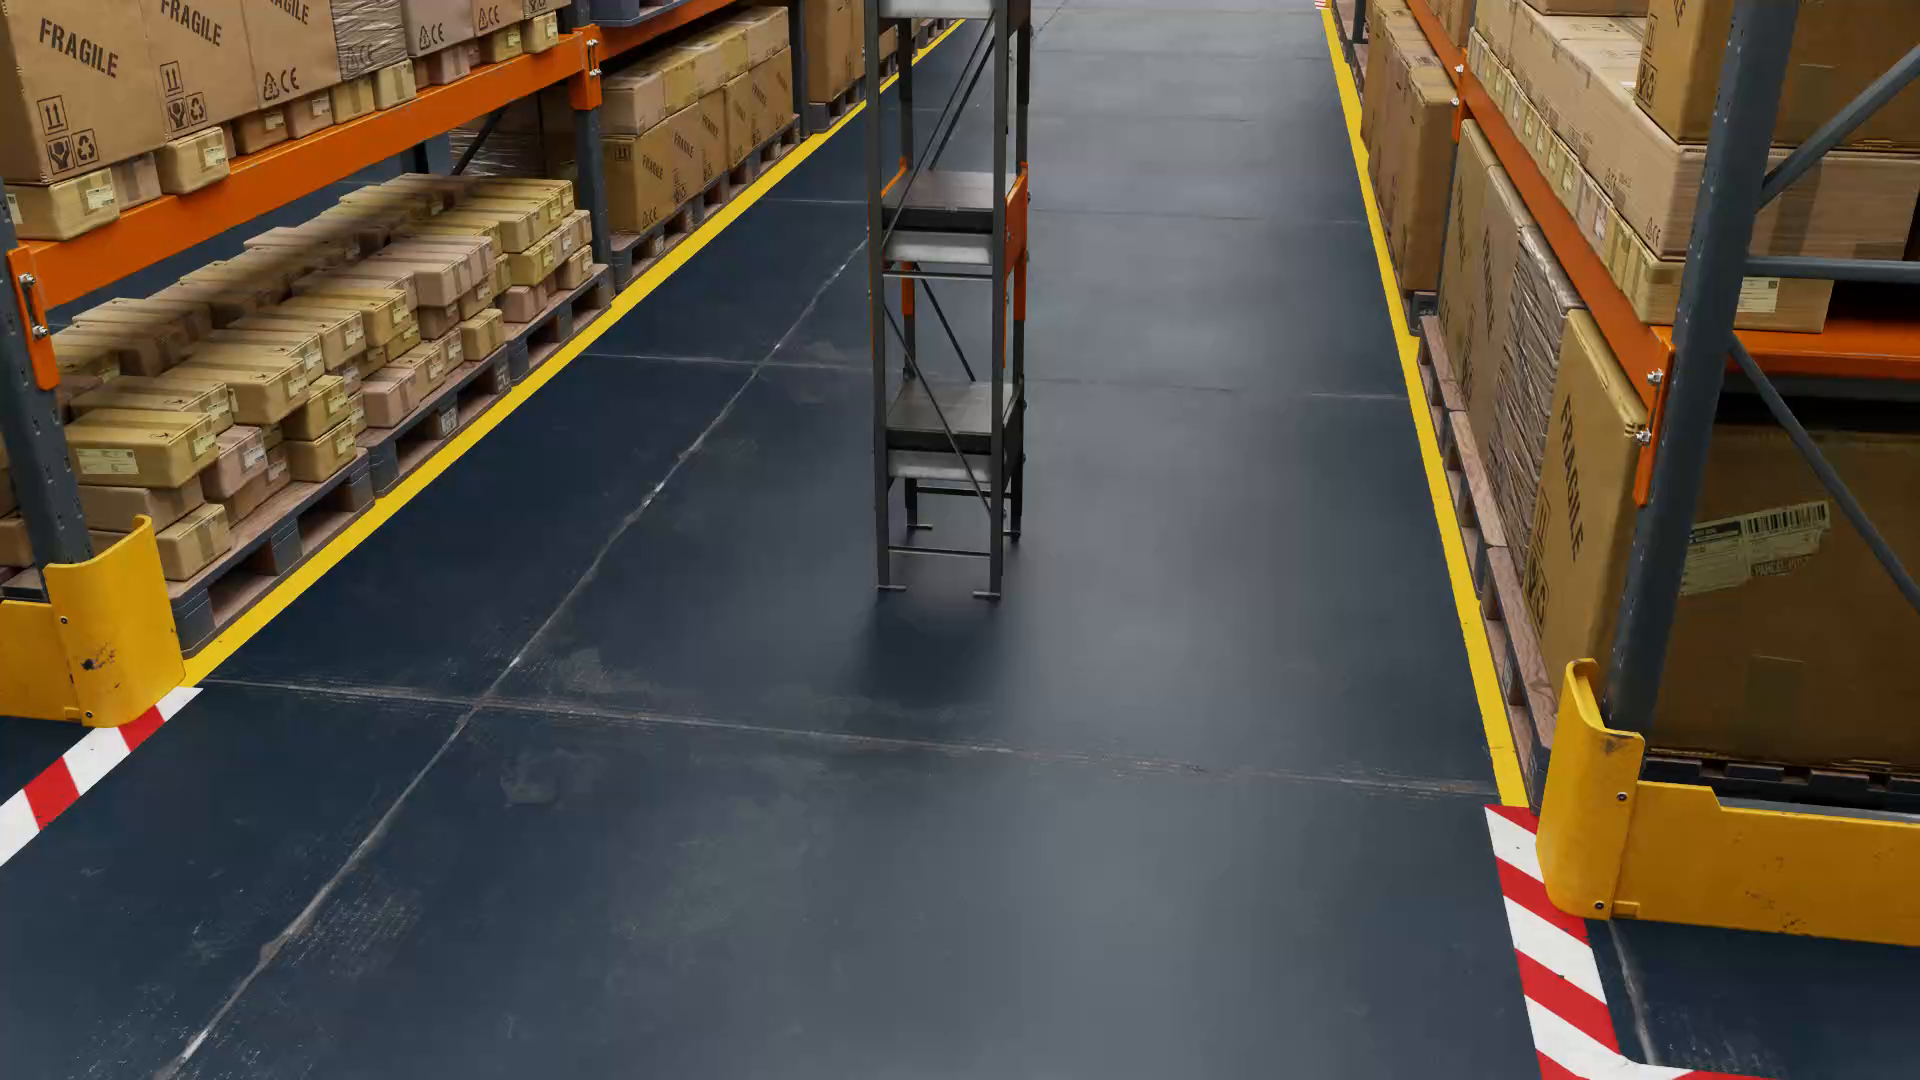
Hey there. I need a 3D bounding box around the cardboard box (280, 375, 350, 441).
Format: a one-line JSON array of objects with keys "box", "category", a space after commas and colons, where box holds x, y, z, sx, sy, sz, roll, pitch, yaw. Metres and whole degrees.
[{"box": [-2.343, -0.465, 5.721, 0.380, 0.149, 0.250, 5, 26, 10], "category": "cardboard box"}]

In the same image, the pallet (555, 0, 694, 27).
[{"box": [-1.962, -2.807, 8.434, 1.003, 0.211, 1.213, 4, 25, 9], "category": "pallet"}]

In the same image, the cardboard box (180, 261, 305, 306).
[{"box": [-2.772, -0.971, 6.451, 0.380, 0.149, 0.250, 4, 25, 9], "category": "cardboard box"}]

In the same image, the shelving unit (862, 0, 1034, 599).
[{"box": [-0.027, -0.882, 5.157, 0.431, 2.100, 0.503, 4, 25, 9], "category": "shelving unit"}]

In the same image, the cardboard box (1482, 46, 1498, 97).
[{"box": [2.185, -1.763, 6.275, 0.380, 0.149, 0.250, 5, 26, 10], "category": "cardboard box"}]

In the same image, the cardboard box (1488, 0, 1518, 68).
[{"box": [2.225, -1.879, 6.051, 0.500, 0.250, 0.500, 4, 25, 8], "category": "cardboard box"}]

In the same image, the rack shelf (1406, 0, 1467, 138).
[{"box": [2.973, -2.709, 8.847, 1.077, 0.370, 4.000, 4, 25, 9], "category": "rack shelf"}]

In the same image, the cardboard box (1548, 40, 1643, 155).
[{"box": [1.977, -1.238, 4.682, 0.500, 0.250, 0.500, 3, 25, 7], "category": "cardboard box"}]

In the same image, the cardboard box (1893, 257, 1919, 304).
[{"box": [2.417, -0.644, 3.884, 0.380, 0.149, 0.250, 4, 25, 8], "category": "cardboard box"}]

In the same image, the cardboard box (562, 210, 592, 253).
[{"box": [-1.968, -1.464, 7.856, 0.380, 0.149, 0.250, 5, 25, 10], "category": "cardboard box"}]

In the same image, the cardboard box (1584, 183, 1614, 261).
[{"box": [1.809, -0.797, 4.211, 0.380, 0.149, 0.250, 4, 25, 9], "category": "cardboard box"}]

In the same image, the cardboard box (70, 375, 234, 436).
[{"box": [-2.537, -0.399, 5.229, 0.380, 0.149, 0.250, 4, 25, 9], "category": "cardboard box"}]

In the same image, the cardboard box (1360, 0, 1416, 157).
[{"box": [3.167, -2.812, 10.229, 1.225, 0.875, 0.875, 3, 25, 6], "category": "cardboard box"}]

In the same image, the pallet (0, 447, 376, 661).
[{"box": [-2.704, -0.017, 5.537, 1.003, 0.211, 1.213, 4, 25, 9], "category": "pallet"}]

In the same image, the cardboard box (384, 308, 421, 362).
[{"box": [-2.336, -0.811, 6.461, 0.380, 0.149, 0.250, 5, 26, 11], "category": "cardboard box"}]

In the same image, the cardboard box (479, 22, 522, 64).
[{"box": [-2.083, -2.111, 7.019, 0.380, 0.149, 0.250, 5, 26, 11], "category": "cardboard box"}]

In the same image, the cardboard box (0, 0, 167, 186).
[{"box": [-2.538, -1.260, 4.434, 0.500, 0.500, 0.500, 5, 26, 11], "category": "cardboard box"}]

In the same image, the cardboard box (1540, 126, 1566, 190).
[{"box": [1.933, -1.119, 4.898, 0.380, 0.149, 0.250, 4, 25, 9], "category": "cardboard box"}]

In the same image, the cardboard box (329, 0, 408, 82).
[{"box": [-2.306, -1.903, 5.808, 0.500, 0.500, 0.500, 3, 25, 7], "category": "cardboard box"}]

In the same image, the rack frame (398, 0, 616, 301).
[{"box": [-2.230, -2.584, 7.732, 1.000, 3.000, 0.127, 4, 25, 9], "category": "rack frame"}]

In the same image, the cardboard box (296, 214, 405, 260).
[{"box": [-2.607, -1.292, 7.137, 0.380, 0.149, 0.250, 3, 25, 7], "category": "cardboard box"}]

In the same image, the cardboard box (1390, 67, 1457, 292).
[{"box": [2.731, -1.695, 7.844, 1.225, 0.875, 0.875, 4, 25, 9], "category": "cardboard box"}]

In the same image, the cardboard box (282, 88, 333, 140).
[{"box": [-2.366, -1.459, 5.625, 0.380, 0.149, 0.250, 4, 25, 7], "category": "cardboard box"}]

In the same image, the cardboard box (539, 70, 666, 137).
[{"box": [-1.849, -2.272, 8.635, 0.500, 0.250, 0.500, 3, 25, 6], "category": "cardboard box"}]

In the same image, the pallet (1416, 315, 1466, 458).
[{"box": [2.445, -0.622, 6.831, 1.003, 0.211, 1.213, 4, 25, 9], "category": "pallet"}]

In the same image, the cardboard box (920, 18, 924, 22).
[{"box": [-0.751, -5.416, 15.793, 0.875, 0.875, 0.875, 4, 25, 9], "category": "cardboard box"}]

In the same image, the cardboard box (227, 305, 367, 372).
[{"box": [-2.356, -0.720, 5.915, 0.380, 0.149, 0.250, 5, 26, 11], "category": "cardboard box"}]

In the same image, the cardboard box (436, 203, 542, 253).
[{"box": [-2.068, -1.371, 7.307, 0.380, 0.149, 0.250, 4, 25, 8], "category": "cardboard box"}]

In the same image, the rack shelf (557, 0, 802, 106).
[{"box": [-1.903, -3.094, 9.671, 1.077, 0.370, 4.000, 4, 25, 9], "category": "rack shelf"}]

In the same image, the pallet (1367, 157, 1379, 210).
[{"box": [3.097, -2.283, 10.379, 1.003, 0.211, 1.213, 4, 25, 9], "category": "pallet"}]

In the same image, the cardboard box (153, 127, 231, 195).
[{"box": [-2.410, -1.128, 4.918, 0.380, 0.149, 0.250, 3, 25, 7], "category": "cardboard box"}]

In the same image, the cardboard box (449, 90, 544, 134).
[{"box": [-2.358, -2.311, 8.717, 0.500, 0.250, 0.500, 3, 25, 7], "category": "cardboard box"}]

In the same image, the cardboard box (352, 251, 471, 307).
[{"box": [-2.172, -1.035, 6.588, 0.380, 0.149, 0.250, 3, 25, 7], "category": "cardboard box"}]

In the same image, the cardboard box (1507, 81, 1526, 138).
[{"box": [2.059, -1.441, 5.587, 0.380, 0.149, 0.250, 4, 25, 9], "category": "cardboard box"}]

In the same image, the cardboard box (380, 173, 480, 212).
[{"box": [-2.491, -1.623, 7.844, 0.380, 0.149, 0.250, 5, 26, 11], "category": "cardboard box"}]

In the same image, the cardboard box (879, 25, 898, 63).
[{"box": [-1.097, -4.432, 13.838, 1.050, 0.750, 0.750, 4, 25, 9], "category": "cardboard box"}]

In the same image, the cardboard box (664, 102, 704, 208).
[{"box": [-1.763, -2.154, 9.267, 0.500, 0.500, 0.500, 5, 26, 11], "category": "cardboard box"}]

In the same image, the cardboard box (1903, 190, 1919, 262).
[{"box": [2.338, -0.774, 3.691, 0.500, 0.250, 0.500, 3, 25, 7], "category": "cardboard box"}]

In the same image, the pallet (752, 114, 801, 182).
[{"box": [-1.706, -2.667, 11.199, 1.003, 0.211, 1.213, 4, 25, 9], "category": "pallet"}]

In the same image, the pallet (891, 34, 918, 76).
[{"box": [-0.975, -4.339, 14.770, 1.003, 0.211, 1.213, 4, 25, 9], "category": "pallet"}]

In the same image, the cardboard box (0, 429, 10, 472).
[{"box": [-3.047, -0.318, 5.057, 0.380, 0.149, 0.250, 4, 25, 9], "category": "cardboard box"}]

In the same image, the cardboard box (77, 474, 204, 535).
[{"box": [-2.545, -0.146, 5.040, 0.380, 0.149, 0.250, 5, 26, 11], "category": "cardboard box"}]

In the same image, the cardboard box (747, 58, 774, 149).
[{"box": [-1.515, -2.805, 10.657, 0.500, 0.500, 0.500, 5, 26, 11], "category": "cardboard box"}]

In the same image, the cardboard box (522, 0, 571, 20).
[{"box": [-2.031, -2.542, 7.174, 0.500, 0.500, 0.500, 4, 25, 9], "category": "cardboard box"}]

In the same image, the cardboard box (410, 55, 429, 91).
[{"box": [-2.259, -1.787, 6.326, 0.380, 0.149, 0.250, 4, 25, 8], "category": "cardboard box"}]

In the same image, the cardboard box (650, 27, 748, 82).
[{"box": [-1.600, -2.927, 10.033, 0.500, 0.250, 0.500, 5, 25, 10], "category": "cardboard box"}]

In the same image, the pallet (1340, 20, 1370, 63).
[{"box": [4.029, -4.564, 15.252, 1.003, 0.211, 1.213, 4, 25, 9], "category": "pallet"}]

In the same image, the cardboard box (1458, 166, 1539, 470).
[{"box": [2.313, -0.779, 5.887, 0.875, 0.875, 0.875, 4, 25, 9], "category": "cardboard box"}]

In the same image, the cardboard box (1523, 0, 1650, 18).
[{"box": [2.148, -1.998, 5.423, 0.500, 0.500, 0.500, 3, 25, 7], "category": "cardboard box"}]

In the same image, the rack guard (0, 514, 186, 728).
[{"box": [-2.871, 0.189, 4.756, 1.175, 0.500, 0.348, 4, 25, 9], "category": "rack guard"}]

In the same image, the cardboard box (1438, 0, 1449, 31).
[{"box": [2.541, -2.664, 7.786, 0.500, 0.500, 0.500, 5, 26, 10], "category": "cardboard box"}]

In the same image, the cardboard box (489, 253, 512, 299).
[{"box": [-2.164, -1.138, 7.160, 0.380, 0.149, 0.250, 4, 25, 9], "category": "cardboard box"}]

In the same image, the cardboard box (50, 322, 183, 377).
[{"box": [-2.928, -0.640, 5.746, 0.380, 0.149, 0.250, 3, 25, 6], "category": "cardboard box"}]

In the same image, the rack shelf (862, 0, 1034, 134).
[{"box": [-0.027, -1.503, 4.866, 0.431, 0.518, 0.480, 4, 25, 9], "category": "rack shelf"}]

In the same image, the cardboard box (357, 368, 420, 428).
[{"box": [-2.263, -0.537, 6.227, 0.380, 0.149, 0.250, 3, 25, 6], "category": "cardboard box"}]

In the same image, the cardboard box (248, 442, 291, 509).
[{"box": [-2.487, -0.226, 5.563, 0.380, 0.149, 0.250, 4, 25, 9], "category": "cardboard box"}]

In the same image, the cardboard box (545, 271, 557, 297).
[{"box": [-2.083, -1.192, 7.627, 0.380, 0.149, 0.250, 5, 25, 10], "category": "cardboard box"}]

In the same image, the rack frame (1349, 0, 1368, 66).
[{"box": [3.954, -5.544, 14.055, 1.000, 3.000, 0.127, 4, 25, 9], "category": "rack frame"}]

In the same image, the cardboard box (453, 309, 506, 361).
[{"box": [-2.127, -0.862, 6.922, 0.380, 0.149, 0.250, 4, 25, 8], "category": "cardboard box"}]
